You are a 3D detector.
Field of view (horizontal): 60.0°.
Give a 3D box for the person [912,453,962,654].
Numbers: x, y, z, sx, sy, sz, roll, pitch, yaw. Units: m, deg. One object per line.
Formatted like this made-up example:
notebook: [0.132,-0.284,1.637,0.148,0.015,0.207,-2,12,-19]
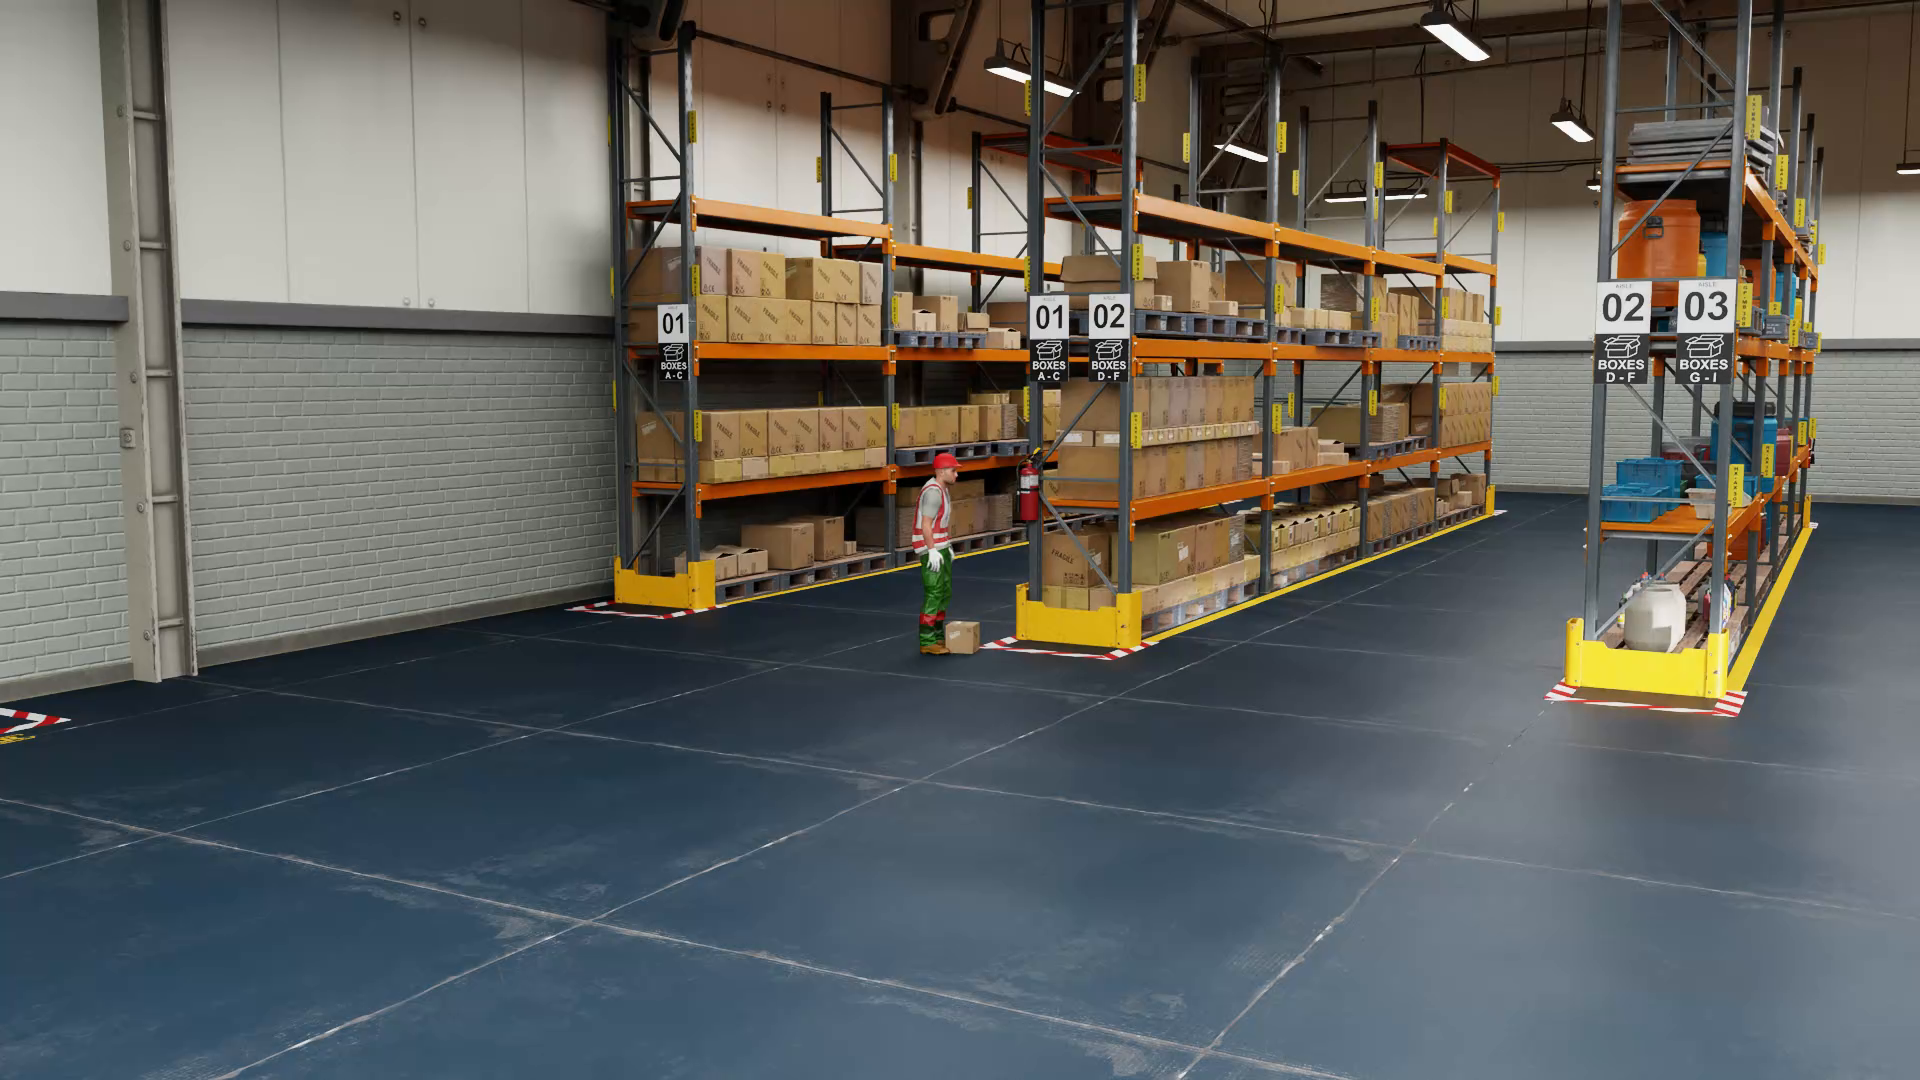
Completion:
person: [-0.192,0.109,14.933,0.446,1.780,0.620,1,6,13]
